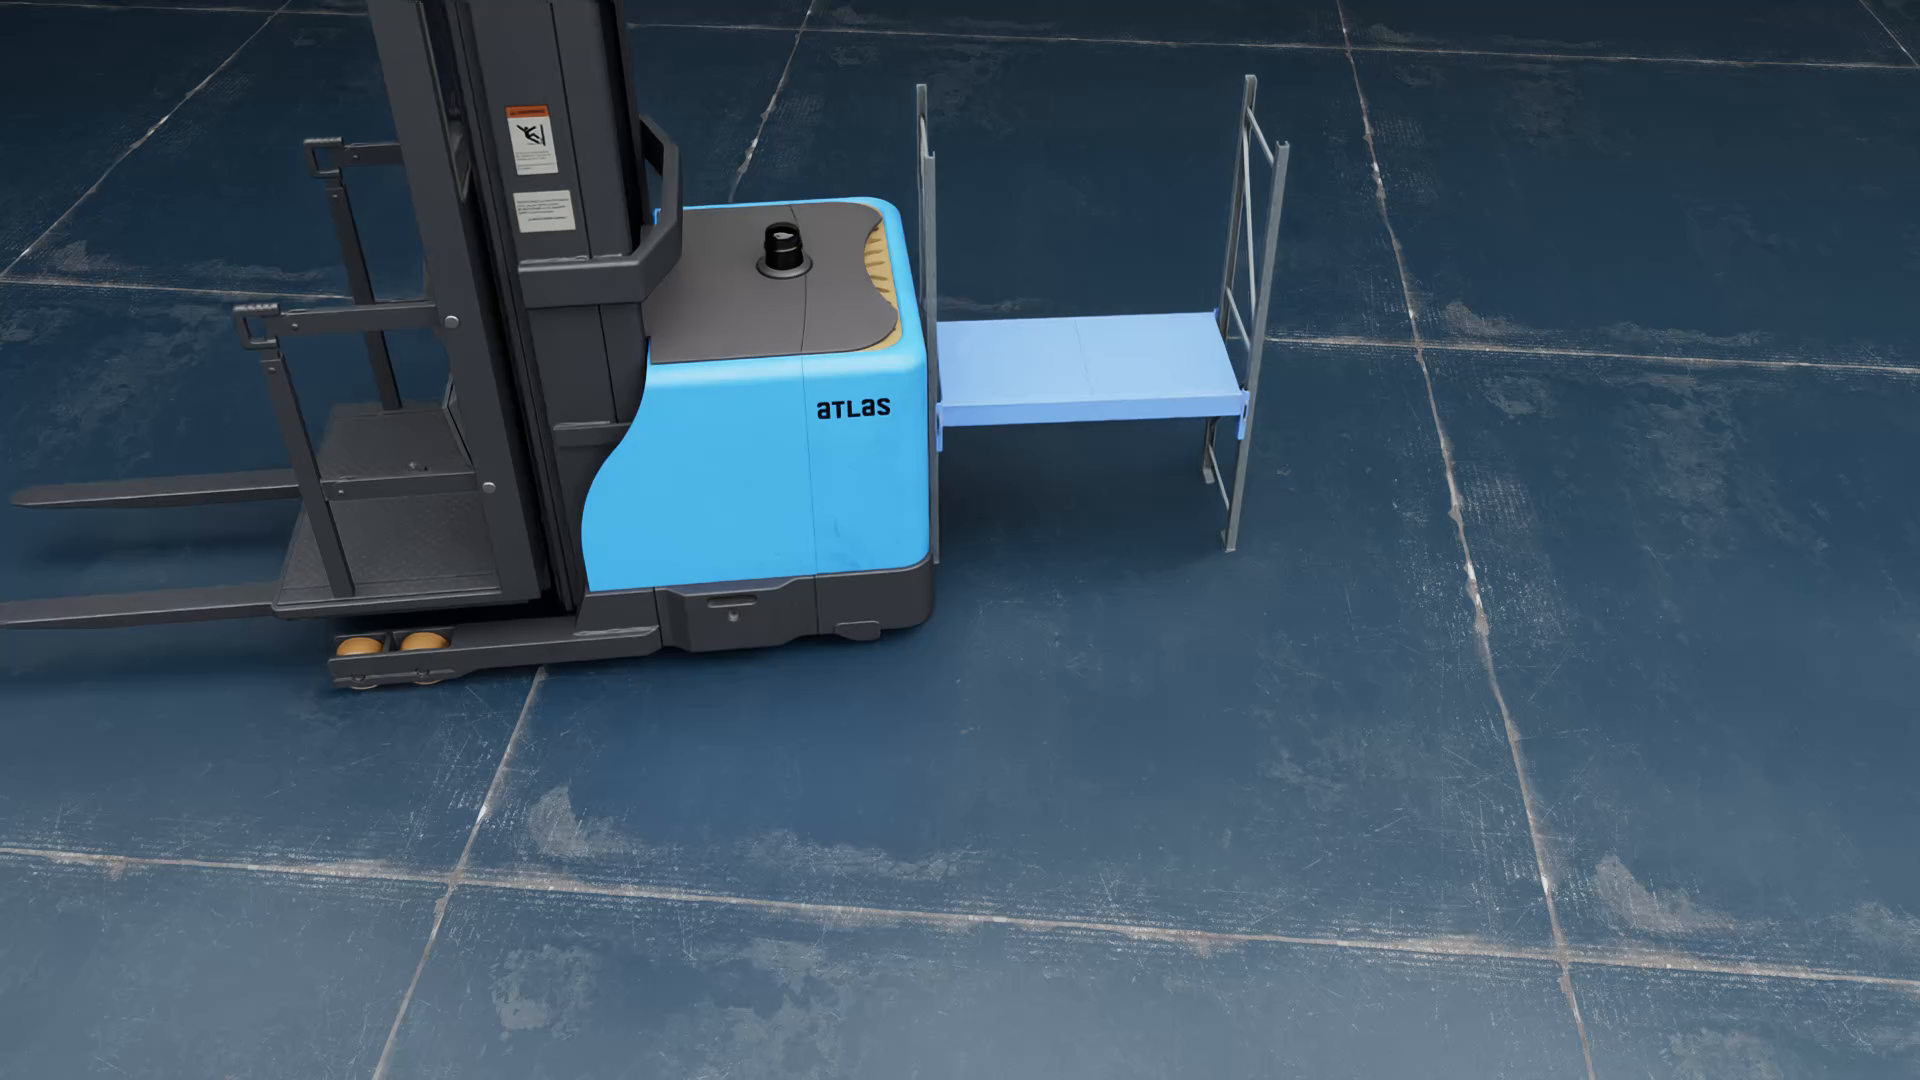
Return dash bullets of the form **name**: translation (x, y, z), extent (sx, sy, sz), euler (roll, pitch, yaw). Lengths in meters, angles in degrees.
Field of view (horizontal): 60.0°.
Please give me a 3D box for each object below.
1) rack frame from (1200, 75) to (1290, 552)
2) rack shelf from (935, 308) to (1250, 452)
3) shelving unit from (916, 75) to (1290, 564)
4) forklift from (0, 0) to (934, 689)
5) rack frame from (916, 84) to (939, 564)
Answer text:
- **rack frame**: translation (0.912, -0.699, 5.421), extent (0.032, 1.500, 0.500), euler (-2, 39, -3)
- **rack shelf**: translation (0.405, -0.538, 5.508), extent (1.000, 0.185, 0.538), euler (-2, 39, -3)
- **shelving unit**: translation (0.405, -0.678, 5.394), extent (1.048, 1.500, 0.538), euler (-2, 39, -3)
- **forklift**: translation (-1.638, -1.025, 4.688), extent (3.031, 2.935, 1.130), euler (-4, 39, -5)
- **rack frame**: translation (-0.103, -0.656, 5.368), extent (0.032, 1.500, 0.500), euler (-2, 39, -3)
